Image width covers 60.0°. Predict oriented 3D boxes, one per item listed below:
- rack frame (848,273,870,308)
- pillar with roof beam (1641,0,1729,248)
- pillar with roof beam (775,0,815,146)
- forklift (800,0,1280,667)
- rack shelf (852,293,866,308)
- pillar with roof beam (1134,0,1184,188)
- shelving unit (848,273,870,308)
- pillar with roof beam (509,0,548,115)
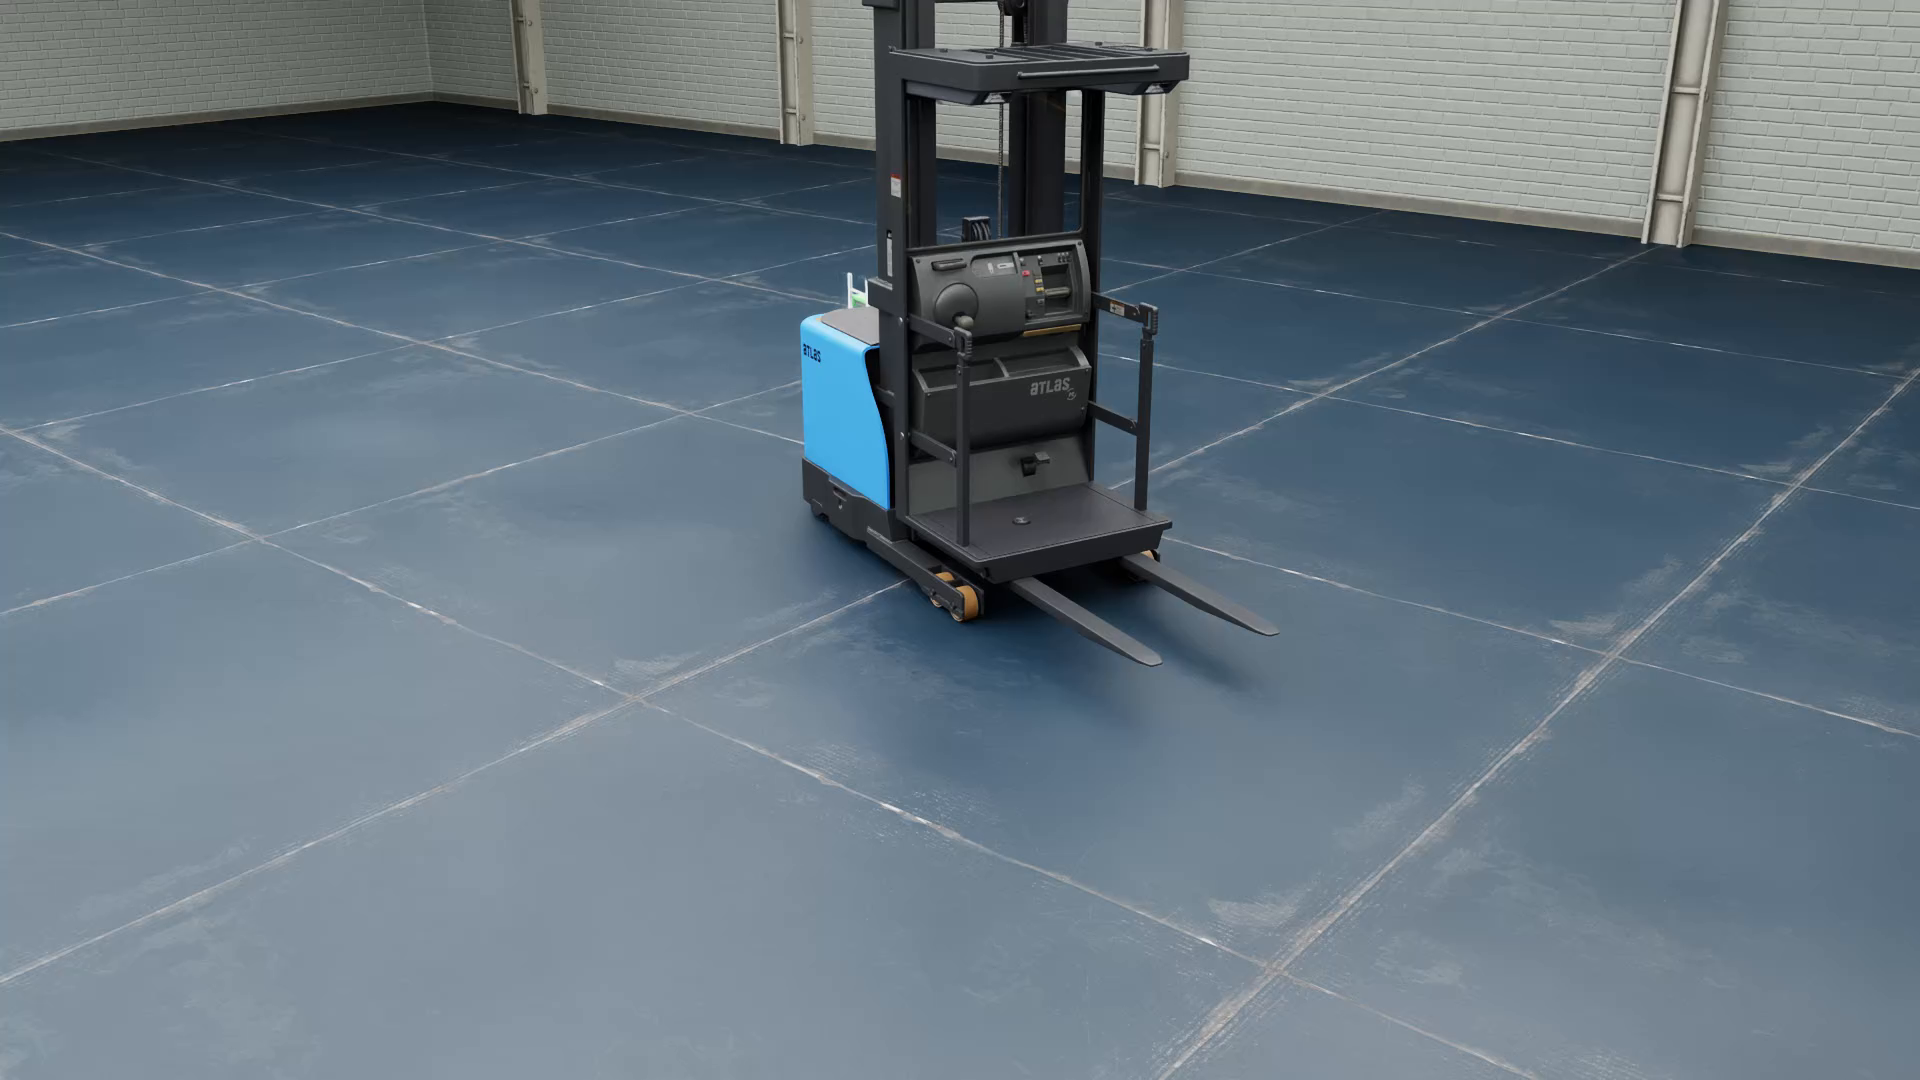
[{"bbox_3d":[-0.553,-0.870,9.276,0.015,1.200,0.240,-11,23,-28],"label":"rack frame"},{"bbox_3d":[4.273,-5.976,11.761,0.400,9.000,9.100,16,26,36],"label":"pillar with roof beam"},{"bbox_3d":[-5.024,-8.653,18.861,0.400,9.000,9.100,16,26,36],"label":"pillar with roof beam"},{"bbox_3d":[0.311,-1.179,7.640,1.130,2.935,3.031,-11,23,-28],"label":"forklift"},{"bbox_3d":[-0.341,-1.302,9.242,0.480,0.148,0.258,-11,23,-28],"label":"rack shelf"},{"bbox_3d":[-0.376,-7.314,15.311,0.400,9.000,9.100,16,26,36],"label":"pillar with roof beam"},{"bbox_3d":[-0.341,-0.913,9.389,0.503,1.200,0.258,-11,23,-28],"label":"shelving unit"},{"bbox_3d":[-9.672,-9.992,22.410,0.400,9.000,9.100,16,26,36],"label":"pillar with roof beam"}]
